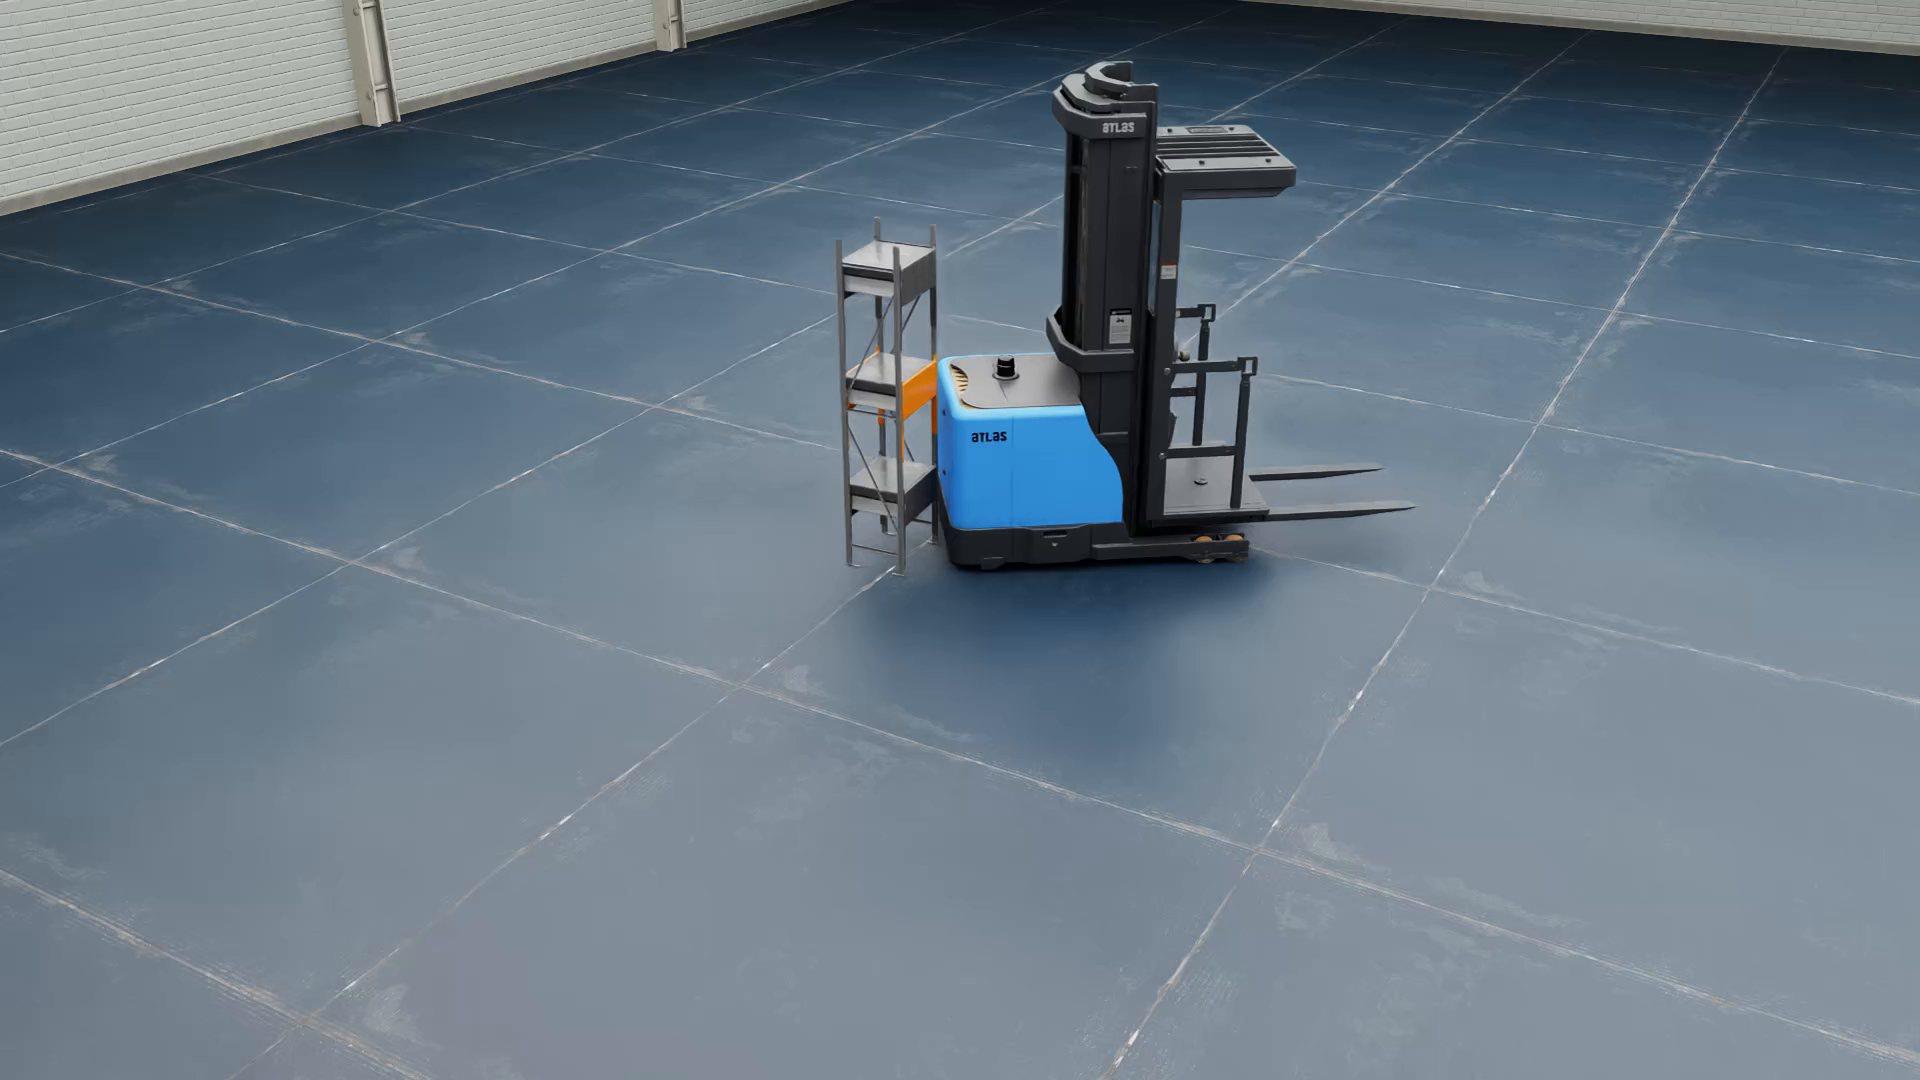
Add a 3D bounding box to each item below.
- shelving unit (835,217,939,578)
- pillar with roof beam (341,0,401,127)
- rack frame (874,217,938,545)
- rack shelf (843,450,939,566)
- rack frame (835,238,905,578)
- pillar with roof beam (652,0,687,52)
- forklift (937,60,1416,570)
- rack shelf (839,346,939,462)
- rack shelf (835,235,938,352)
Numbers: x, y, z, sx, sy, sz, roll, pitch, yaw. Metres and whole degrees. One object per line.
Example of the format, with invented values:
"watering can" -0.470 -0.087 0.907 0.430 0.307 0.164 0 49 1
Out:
"shelving unit" -0.426 -0.844 10.090 0.431 2.100 0.503 12 29 22
"pillar with roof beam" -3.760 -8.491 17.660 9.100 9.000 0.400 14 30 26
"rack frame" -0.325 -0.943 10.288 0.400 2.100 0.015 12 29 22
"rack shelf" -0.426 -0.206 10.409 0.431 0.518 0.480 12 29 22
"rack frame" -0.527 -0.744 9.891 0.400 2.100 0.015 12 29 22
"pillar with roof beam" -0.809 -10.830 22.331 9.100 9.000 0.400 14 30 26
"forklift" 1.392 -1.397 10.266 3.031 2.935 1.130 -3 27 -6
"rack shelf" -0.426 -0.831 10.096 0.431 0.518 0.480 12 29 22
"rack shelf" -0.426 -1.457 9.782 0.431 0.518 0.480 12 29 22
